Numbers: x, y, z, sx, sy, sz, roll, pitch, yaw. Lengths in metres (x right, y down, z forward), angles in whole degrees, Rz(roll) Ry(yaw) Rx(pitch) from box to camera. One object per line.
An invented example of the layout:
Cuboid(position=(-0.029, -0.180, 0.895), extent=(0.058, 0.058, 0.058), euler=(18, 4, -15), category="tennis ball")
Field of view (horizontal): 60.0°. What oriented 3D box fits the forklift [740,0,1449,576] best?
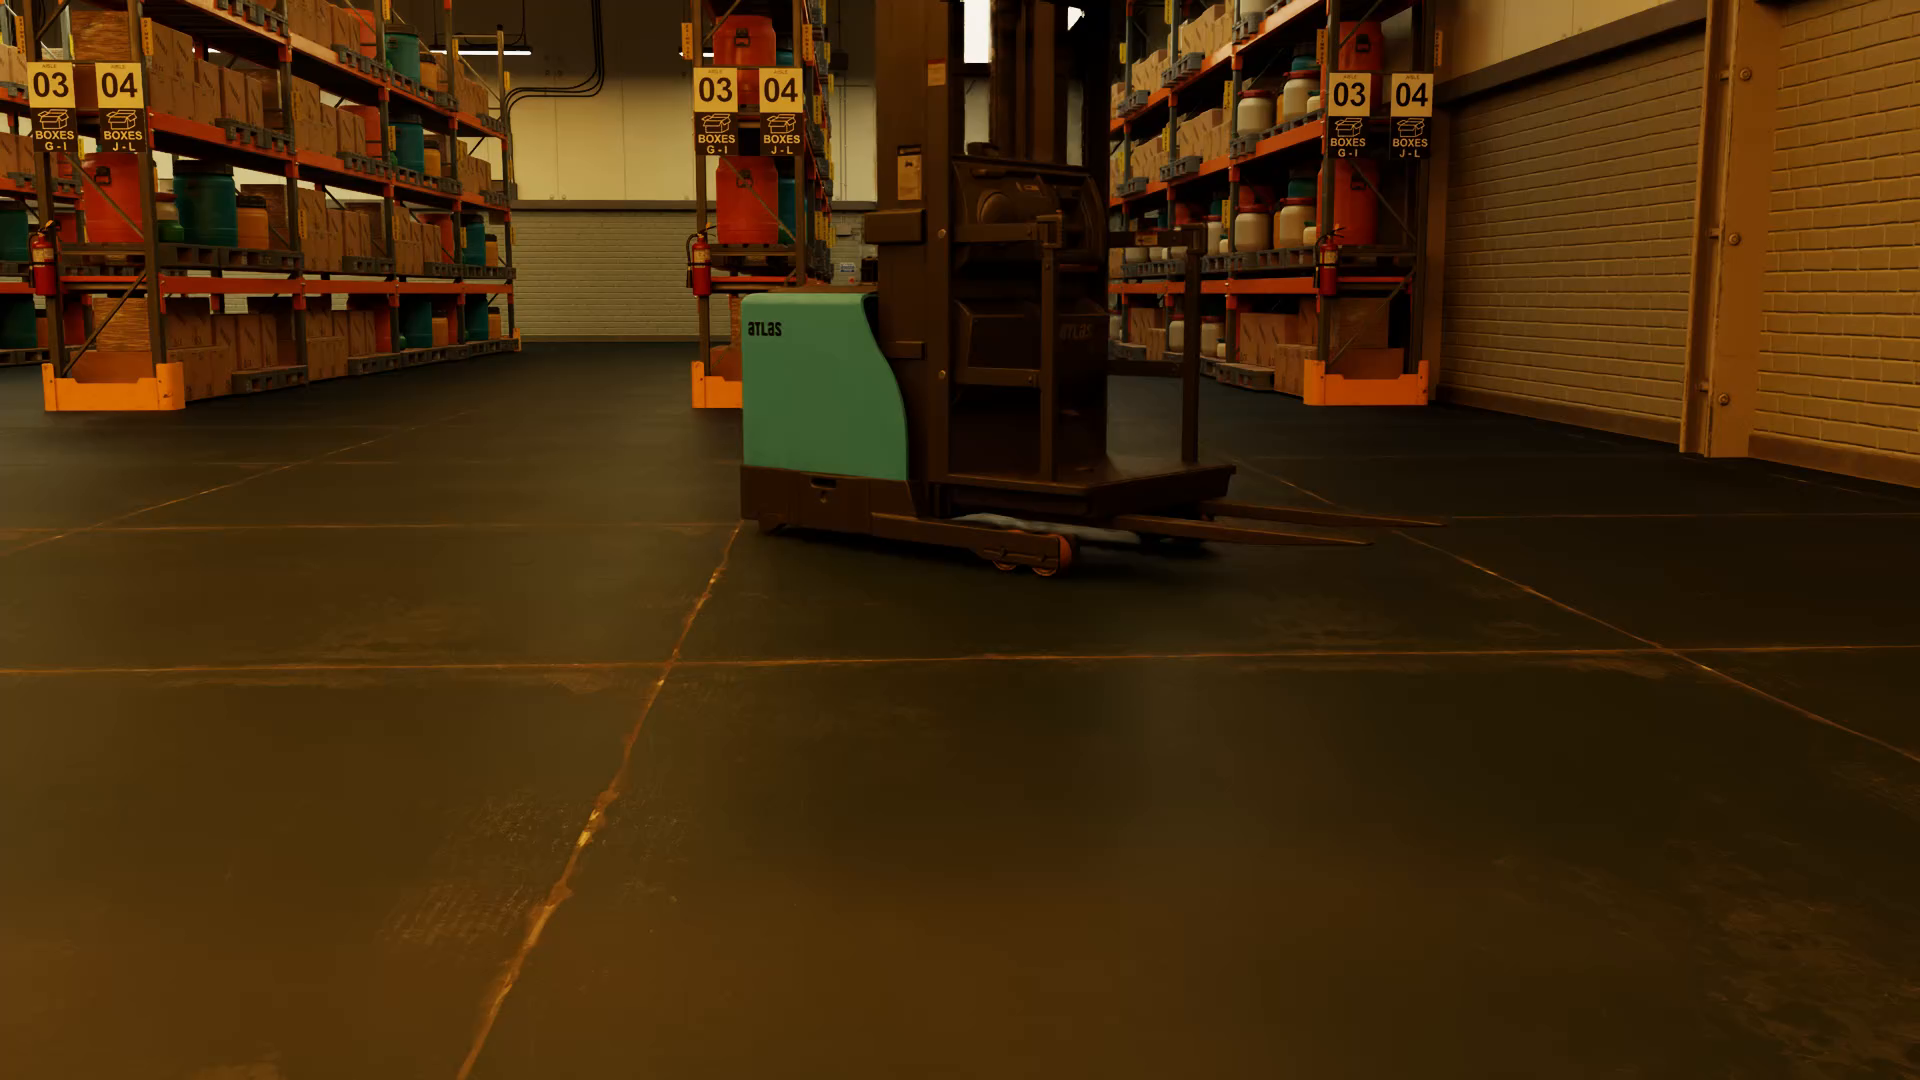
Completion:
Cuboid(position=(0.457, -1.397, 6.737), extent=(3.031, 2.935, 1.130), euler=(7, 11, 40), category="forklift")
